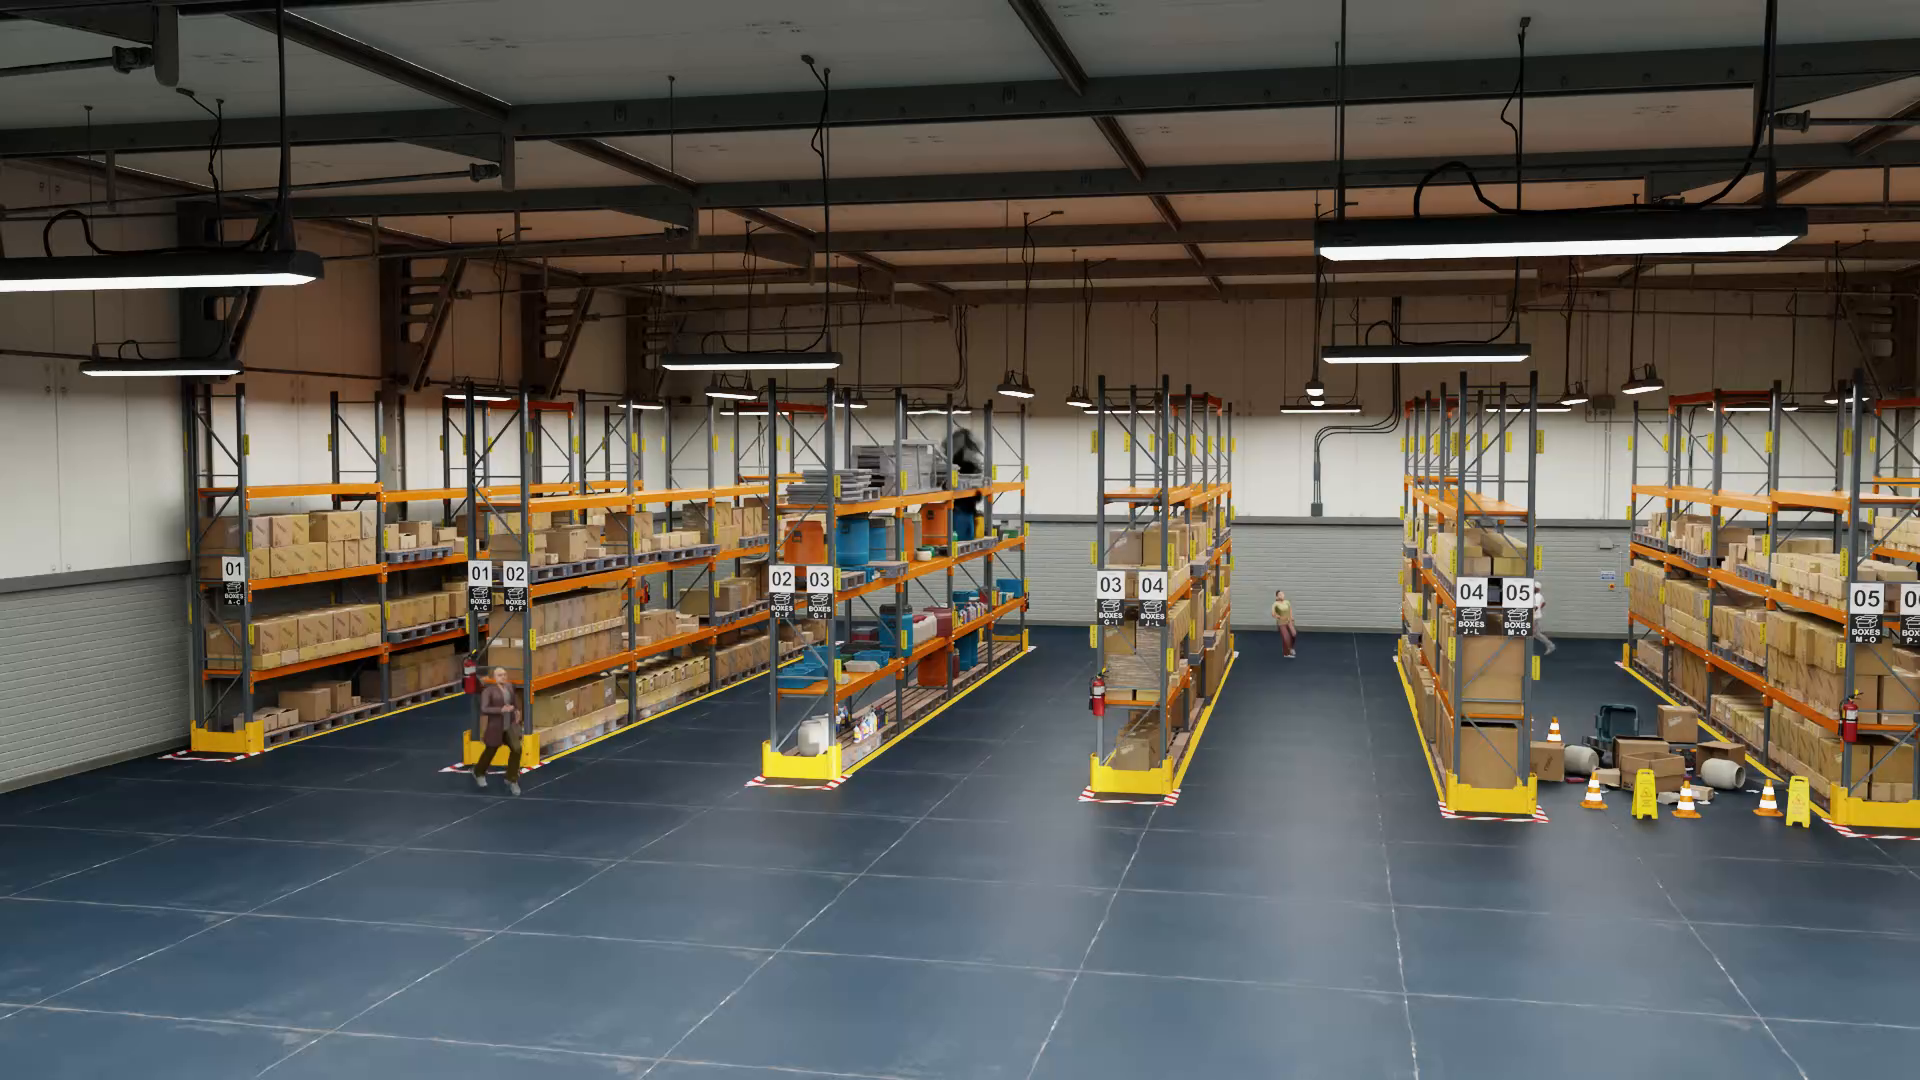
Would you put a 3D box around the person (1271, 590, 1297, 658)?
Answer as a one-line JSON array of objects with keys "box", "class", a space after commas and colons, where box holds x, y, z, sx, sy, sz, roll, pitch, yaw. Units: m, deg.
[{"box": [7.582, 1.974, 38.864, 0.602, 1.597, 0.591, -1, 3, -17], "class": "person"}]

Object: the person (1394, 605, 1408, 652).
[{"box": [10.824, 1.850, 39.715, 0.956, 1.760, 0.730, 1, 3, 20], "class": "person"}]

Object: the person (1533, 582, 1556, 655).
[{"box": [13.496, 1.853, 39.133, 0.961, 1.757, 0.698, 1, 3, 11], "class": "person"}]

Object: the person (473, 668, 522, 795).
[{"box": [-6.650, 2.744, 24.028, 0.984, 1.838, 0.732, 3, 5, 44], "class": "person"}]
